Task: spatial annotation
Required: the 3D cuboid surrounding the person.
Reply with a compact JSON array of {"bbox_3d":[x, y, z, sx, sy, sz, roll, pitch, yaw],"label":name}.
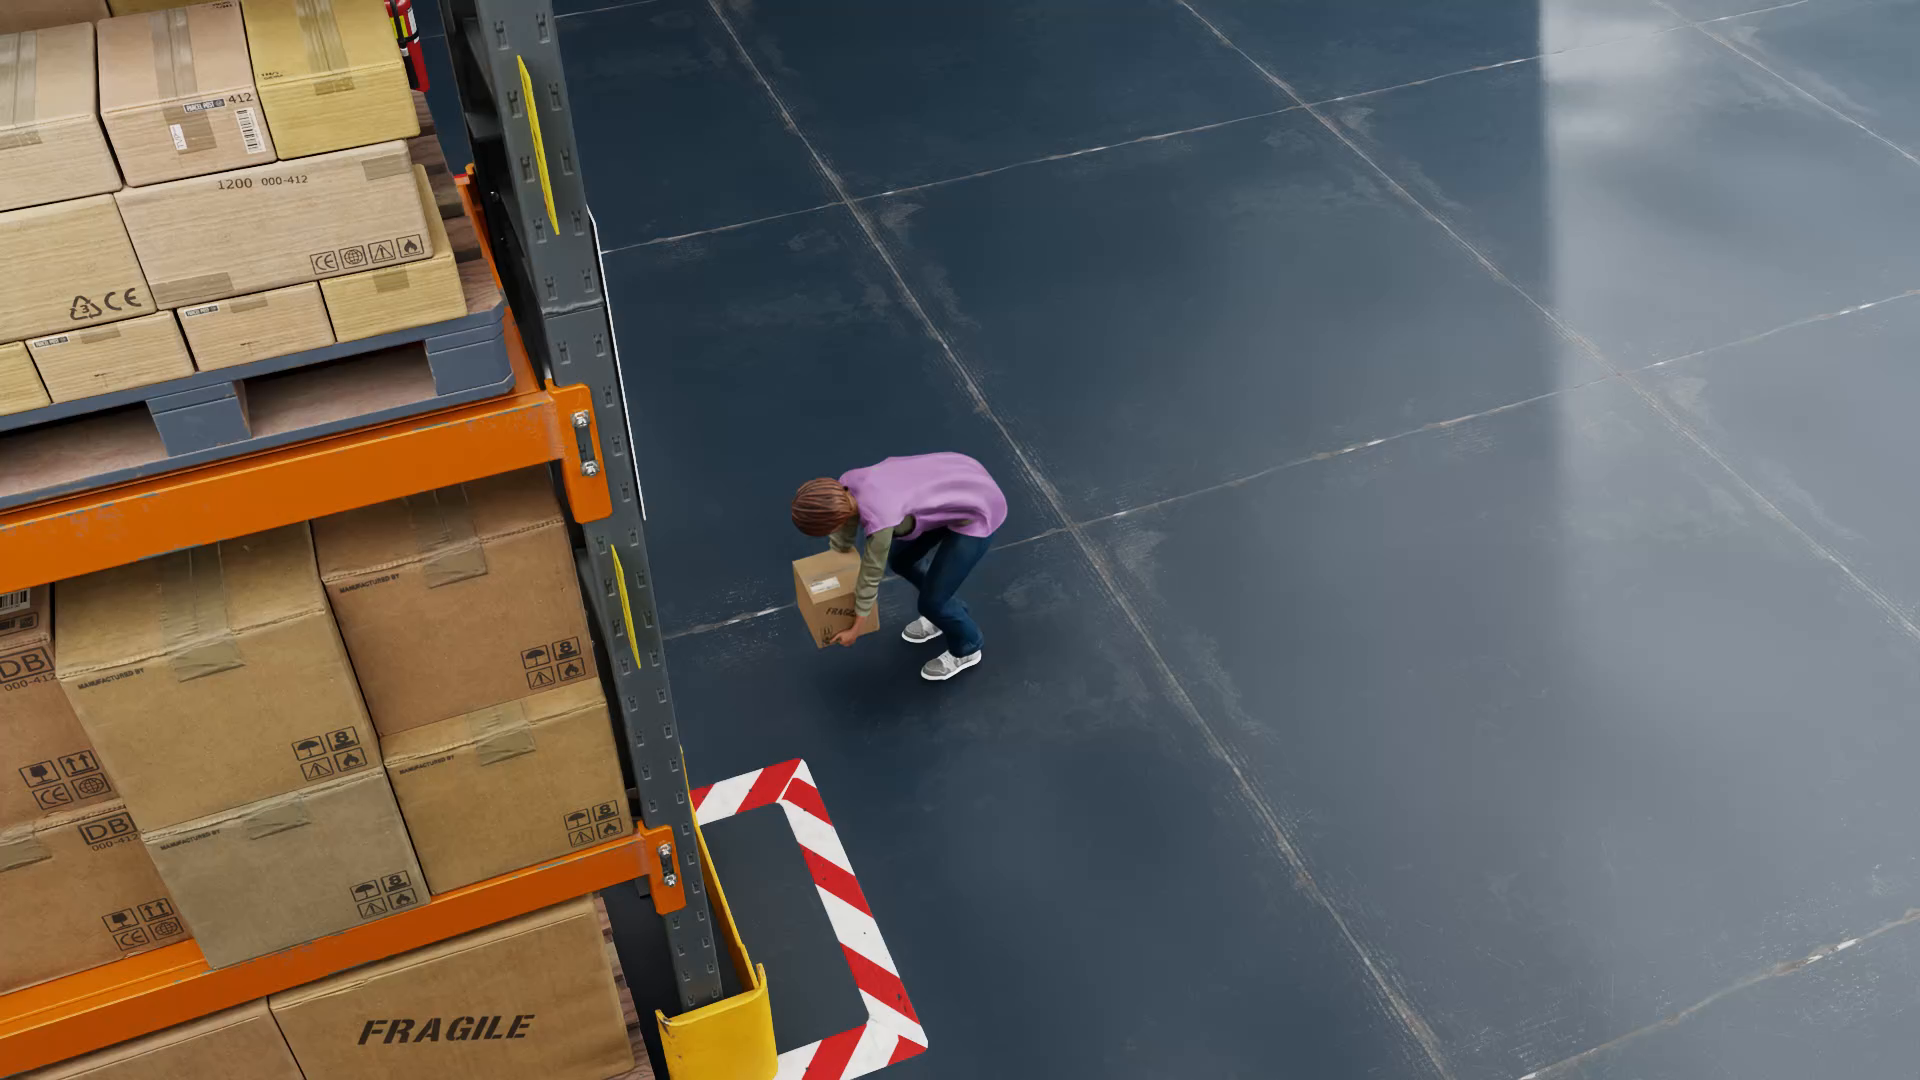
[{"bbox_3d":[-0.229,0.106,6.442,0.850,1.074,0.408,-17,45,-18],"label":"person"}]
